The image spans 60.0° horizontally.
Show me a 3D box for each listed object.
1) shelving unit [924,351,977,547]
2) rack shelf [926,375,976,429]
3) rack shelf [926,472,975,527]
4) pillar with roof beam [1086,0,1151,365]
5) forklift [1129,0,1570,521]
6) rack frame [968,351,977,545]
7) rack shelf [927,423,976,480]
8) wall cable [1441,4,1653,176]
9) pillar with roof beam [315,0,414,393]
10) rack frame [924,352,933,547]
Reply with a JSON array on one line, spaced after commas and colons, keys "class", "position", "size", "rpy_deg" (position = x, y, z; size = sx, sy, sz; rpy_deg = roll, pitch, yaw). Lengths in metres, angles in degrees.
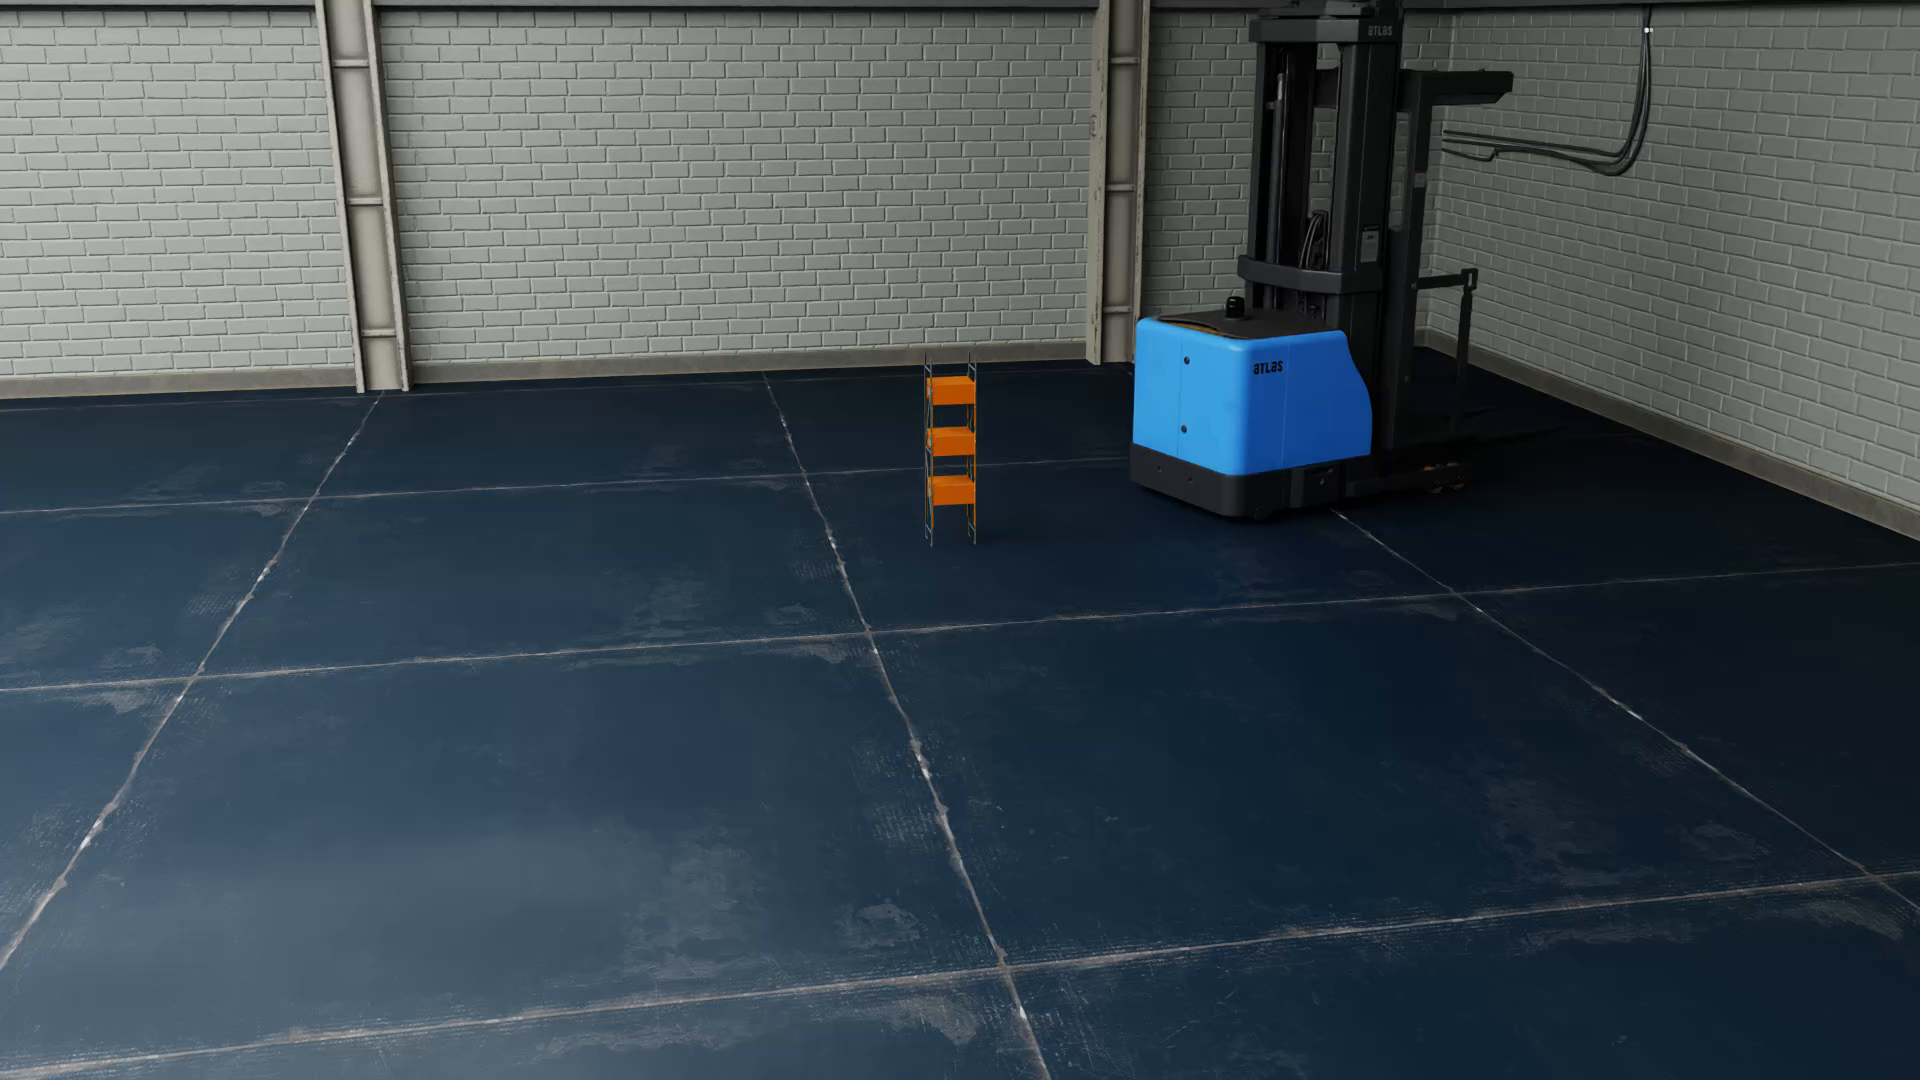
[{"class": "shelving unit", "position": [-0.053, -0.499, 9.148], "size": [0.252, 1.050, 0.215], "rpy_deg": [-3, 17, -10]}, {"class": "rack shelf", "position": [-0.053, -0.760, 9.068], "size": [0.240, 0.259, 0.215], "rpy_deg": [-3, 17, -10]}, {"class": "rack shelf", "position": [-0.053, -0.223, 9.233], "size": [0.240, 0.259, 0.215], "rpy_deg": [-3, 17, -10]}, {"class": "pillar with roof beam", "position": [2.128, -4.610, 8.994], "size": [0.400, 9.000, 9.100], "rpy_deg": [-3, 17, -10]}, {"class": "forklift", "position": [2.577, -1.811, 10.215], "size": [3.031, 2.935, 1.130], "rpy_deg": [-10, 20, -29]}, {"class": "rack frame", "position": [0.067, -0.506, 9.170], "size": [0.008, 1.050, 0.200], "rpy_deg": [-3, 17, -10]}, {"class": "rack shelf", "position": [-0.053, -0.489, 9.151], "size": [0.240, 0.259, 0.215], "rpy_deg": [-3, 17, -10]}, {"class": "wall cable", "position": [4.455, -4.149, 12.783], "size": [0.112, 2.526, 3.097], "rpy_deg": [-3, 17, -10]}, {"class": "pillar with roof beam", "position": [-3.763, -4.276, 7.906], "size": [0.400, 9.000, 9.100], "rpy_deg": [-3, 17, -10]}, {"class": "rack frame", "position": [-0.172, -0.492, 9.126], "size": [0.008, 1.050, 0.200], "rpy_deg": [-3, 17, -10]}]
